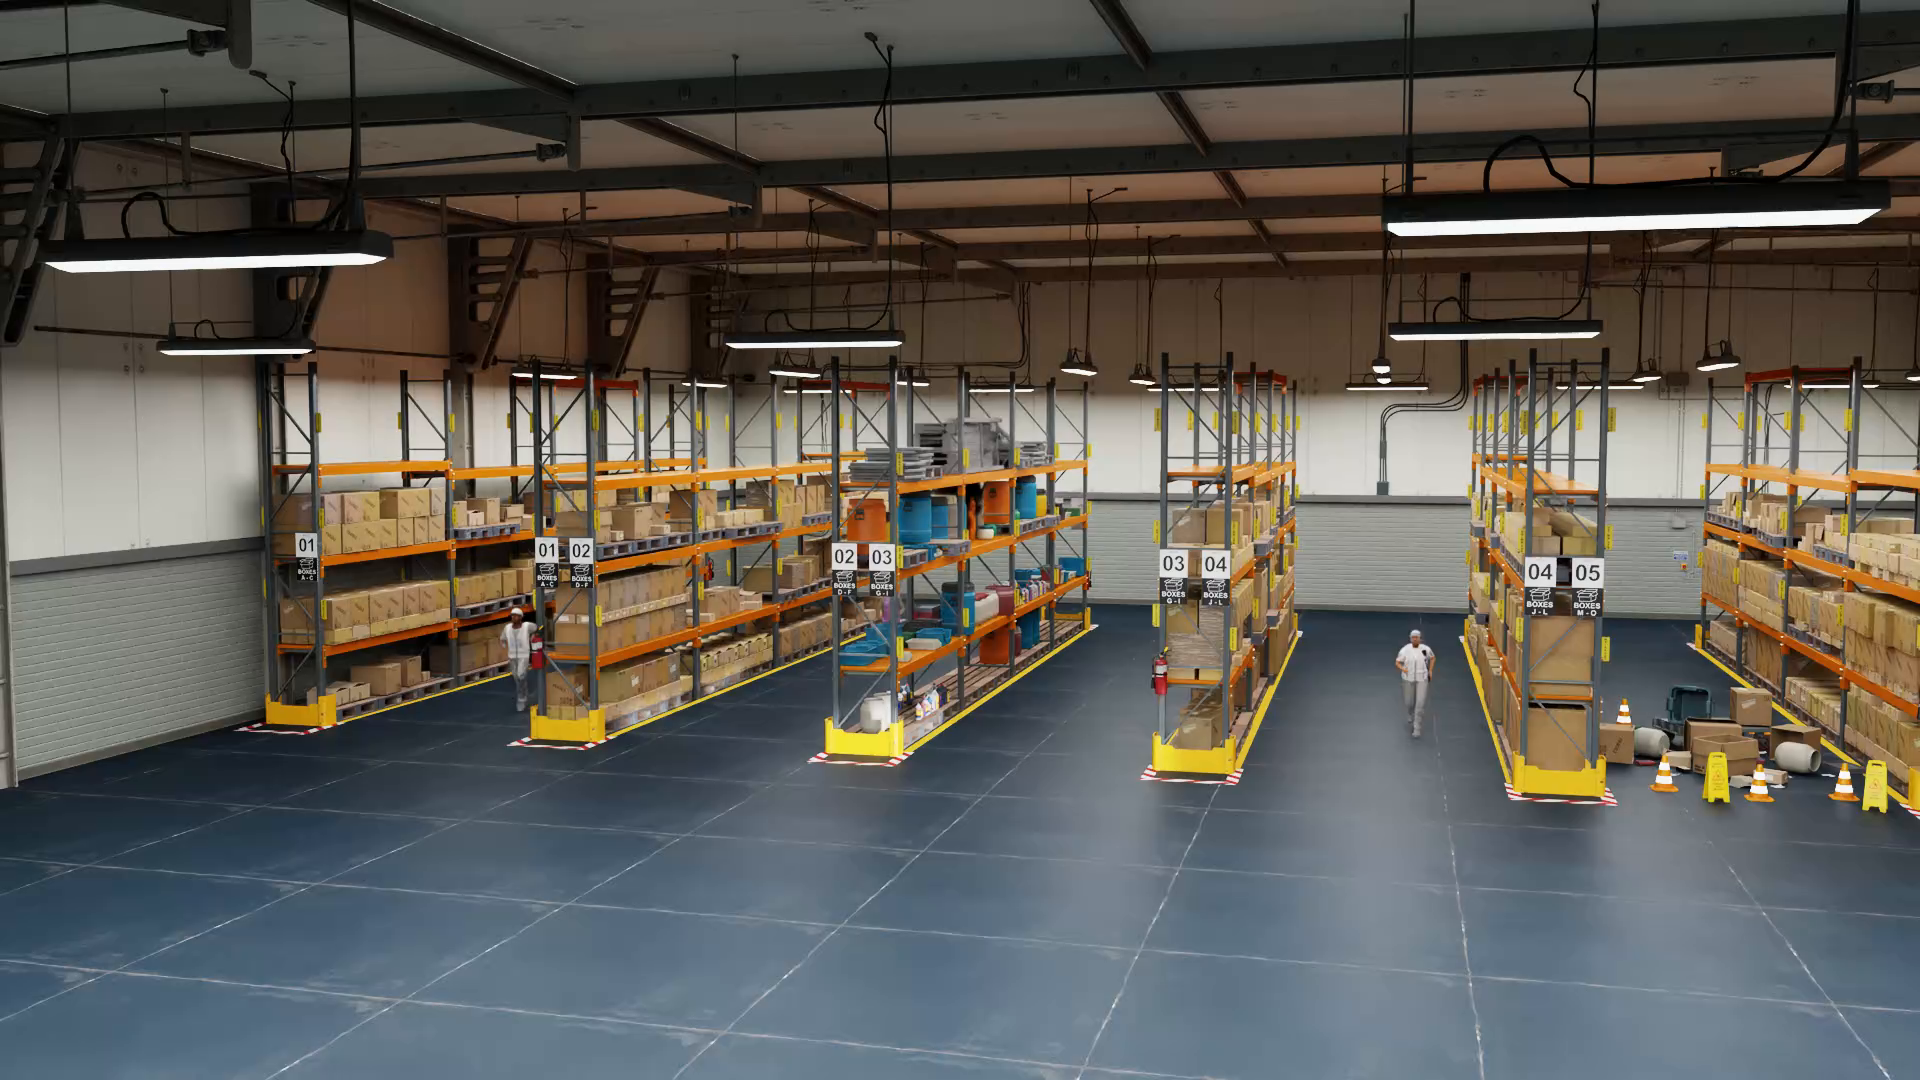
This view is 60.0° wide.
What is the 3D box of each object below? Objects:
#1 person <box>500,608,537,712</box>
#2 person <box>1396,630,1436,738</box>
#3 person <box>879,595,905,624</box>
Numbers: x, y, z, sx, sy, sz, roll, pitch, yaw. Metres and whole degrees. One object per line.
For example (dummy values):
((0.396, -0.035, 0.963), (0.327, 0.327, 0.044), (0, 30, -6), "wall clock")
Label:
((-7.649, 2.074, 28.992), (0.694, 1.806, 0.899), (1, 4, 10), "person")
((7.363, 2.289, 26.894), (0.617, 1.678, 0.920), (1, 4, 16), "person")
((-1.365, 1.628, 32.790), (0.534, 1.552, 0.513), (1, 4, 15), "person")
